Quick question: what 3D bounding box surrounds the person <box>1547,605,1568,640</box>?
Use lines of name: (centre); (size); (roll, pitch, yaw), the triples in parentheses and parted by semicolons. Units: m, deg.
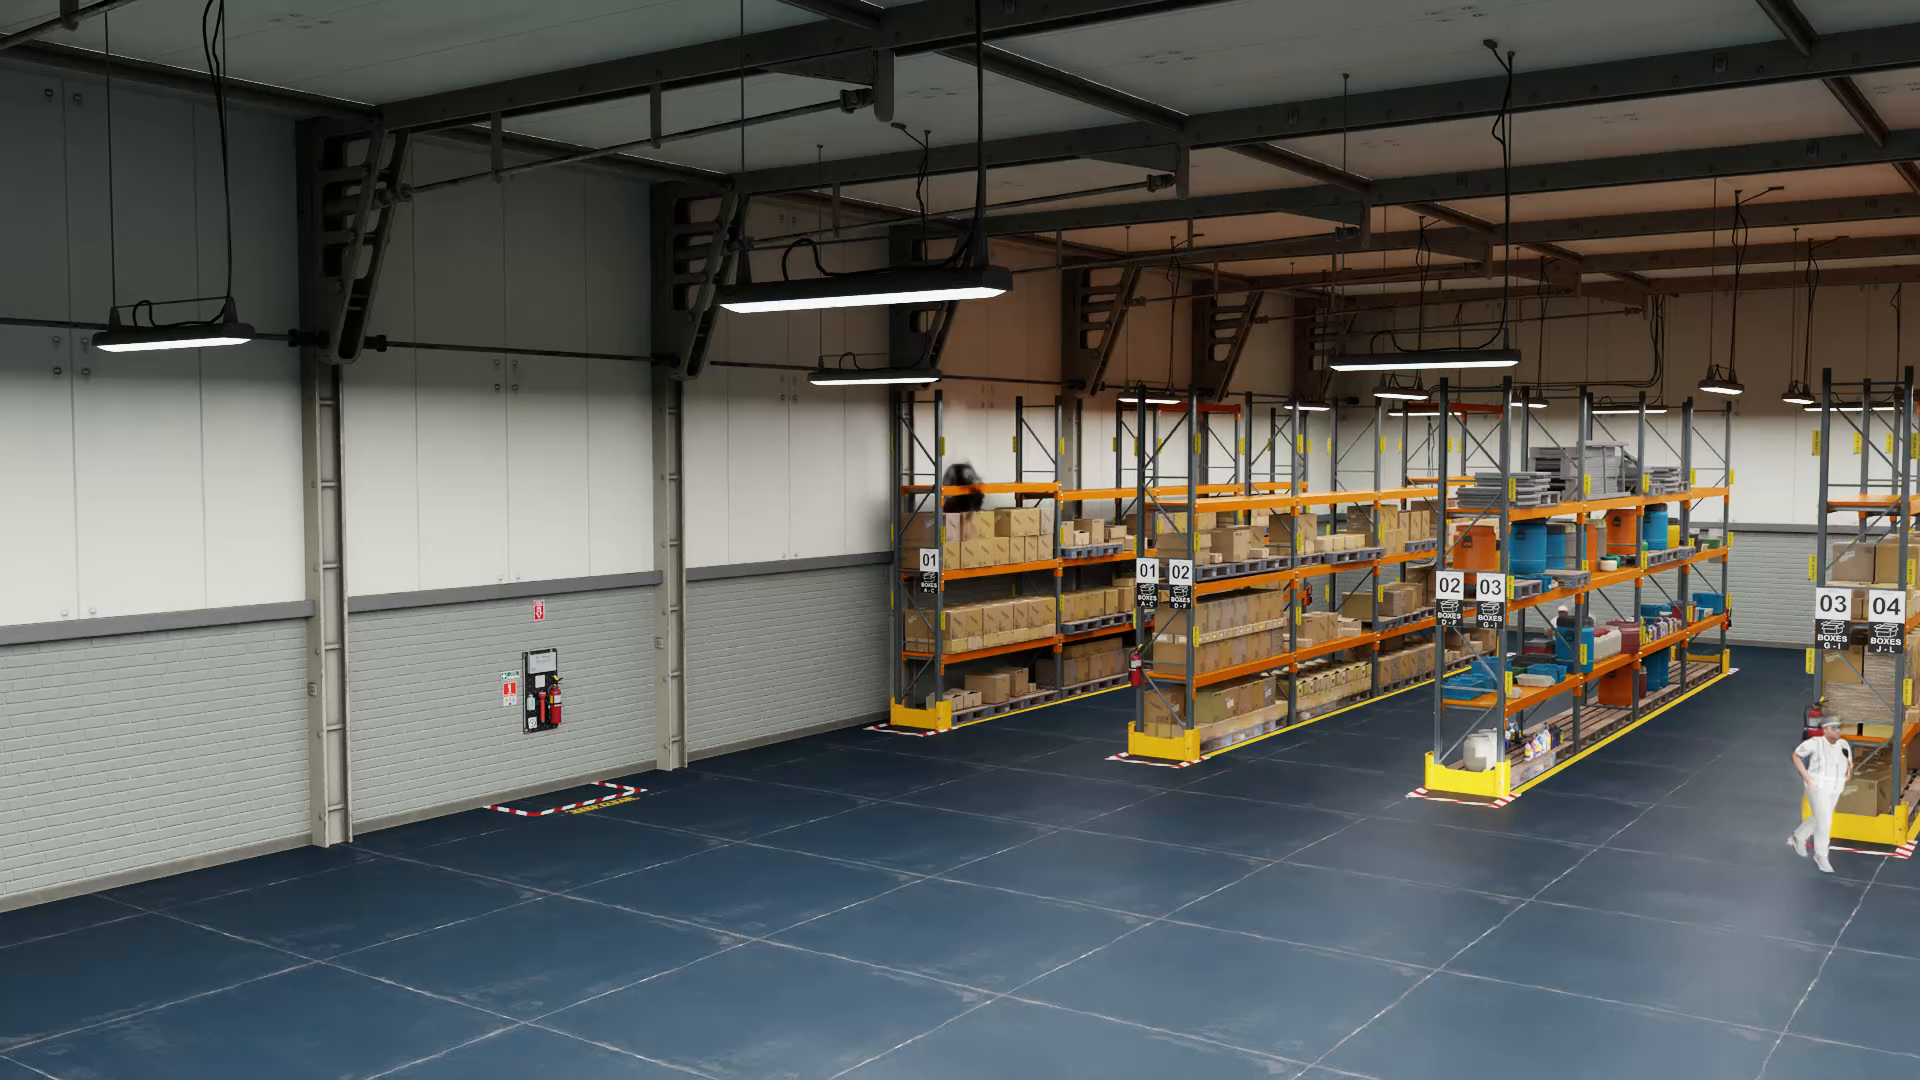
person: (12.372, 2.217, 34.156); (0.700, 1.761, 0.872); (2, 4, 33)

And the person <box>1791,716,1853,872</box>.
person: (10.366, 2.998, 19.952); (0.662, 1.828, 0.806); (-1, 3, -13)
